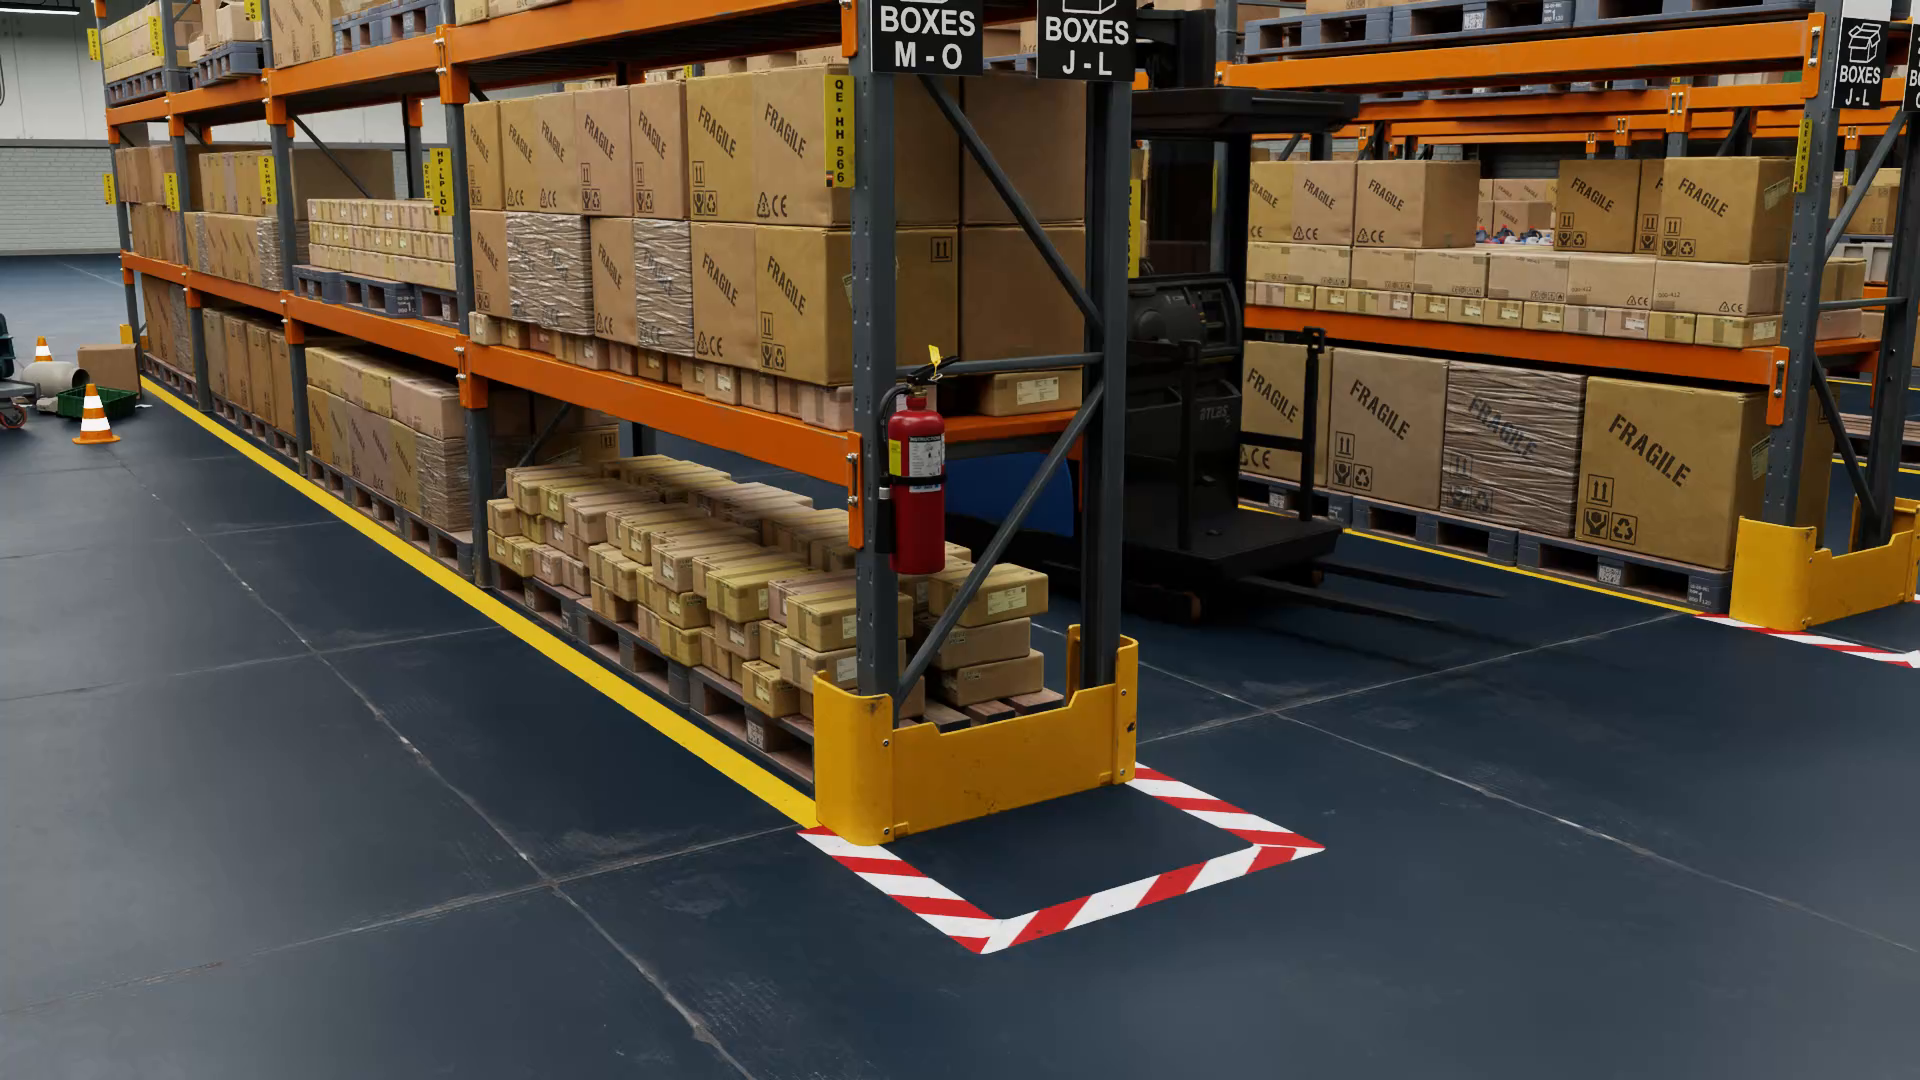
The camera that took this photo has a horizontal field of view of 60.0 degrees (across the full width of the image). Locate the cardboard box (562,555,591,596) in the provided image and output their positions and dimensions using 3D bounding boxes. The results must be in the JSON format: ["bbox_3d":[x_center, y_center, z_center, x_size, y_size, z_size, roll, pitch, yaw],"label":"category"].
[{"bbox_3d":[-1.657,0.144,7.874,0.380,0.149,0.250,-8,15,-34],"label":"cardboard box"}]

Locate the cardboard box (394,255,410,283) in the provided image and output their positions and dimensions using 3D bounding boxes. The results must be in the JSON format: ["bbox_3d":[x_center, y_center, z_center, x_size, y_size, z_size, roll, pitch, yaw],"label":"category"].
[{"bbox_3d":[-3.065,-1.585,9.694,0.380,0.149,0.250,-9,15,-35],"label":"cardboard box"}]

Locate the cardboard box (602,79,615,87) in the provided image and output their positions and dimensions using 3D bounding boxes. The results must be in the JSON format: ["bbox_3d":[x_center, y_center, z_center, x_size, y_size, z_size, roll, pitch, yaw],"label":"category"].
[{"bbox_3d":[-3.913,-5.250,19.243,0.380,0.149,0.250,-9,15,-35],"label":"cardboard box"}]

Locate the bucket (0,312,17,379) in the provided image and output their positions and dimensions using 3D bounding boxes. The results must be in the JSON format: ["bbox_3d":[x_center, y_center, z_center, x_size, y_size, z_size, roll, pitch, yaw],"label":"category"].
[{"bbox_3d":[-8.529,-1.589,14.210,0.726,0.611,0.620,-3,23,-13],"label":"bucket"}]

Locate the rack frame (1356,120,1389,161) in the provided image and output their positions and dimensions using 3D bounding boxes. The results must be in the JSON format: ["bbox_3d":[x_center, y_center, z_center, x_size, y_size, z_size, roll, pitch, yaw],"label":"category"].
[{"bbox_3d":[3.990,-3.138,17.190,1.000,3.000,0.127,-8,15,-33],"label":"rack frame"}]

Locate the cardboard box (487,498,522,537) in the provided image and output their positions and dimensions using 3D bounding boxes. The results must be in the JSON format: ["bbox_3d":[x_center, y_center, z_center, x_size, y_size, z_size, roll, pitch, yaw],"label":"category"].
[{"bbox_3d":[-2.167,-0.127,8.414,0.380,0.149,0.250,-7,14,-30],"label":"cardboard box"}]

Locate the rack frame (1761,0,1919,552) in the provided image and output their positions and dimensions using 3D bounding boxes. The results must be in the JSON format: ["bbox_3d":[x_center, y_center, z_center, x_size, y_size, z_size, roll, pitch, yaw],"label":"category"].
[{"bbox_3d":[4.299,-1.129,8.003,1.000,3.000,0.127,-8,15,-33],"label":"rack frame"}]

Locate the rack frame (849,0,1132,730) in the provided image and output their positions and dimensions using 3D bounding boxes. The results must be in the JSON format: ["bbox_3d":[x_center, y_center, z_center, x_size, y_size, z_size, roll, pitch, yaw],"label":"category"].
[{"bbox_3d":[0.114,-0.560,5.401,1.000,3.000,0.127,-8,15,-33],"label":"rack frame"}]

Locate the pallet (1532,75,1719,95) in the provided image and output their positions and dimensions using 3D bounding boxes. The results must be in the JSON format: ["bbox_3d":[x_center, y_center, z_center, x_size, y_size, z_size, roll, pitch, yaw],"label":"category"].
[{"bbox_3d":[5.691,-3.928,14.222,1.213,0.211,1.003,-8,15,-33],"label":"pallet"}]

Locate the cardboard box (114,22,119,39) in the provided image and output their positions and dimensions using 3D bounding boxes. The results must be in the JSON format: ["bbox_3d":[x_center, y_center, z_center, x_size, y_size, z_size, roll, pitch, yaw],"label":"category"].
[{"bbox_3d":[-8.268,-5.114,16.708,0.380,0.149,0.250,-8,15,-34],"label":"cardboard box"}]

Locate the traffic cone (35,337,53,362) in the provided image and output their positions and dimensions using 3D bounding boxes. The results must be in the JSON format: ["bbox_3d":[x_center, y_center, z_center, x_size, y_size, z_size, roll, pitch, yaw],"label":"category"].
[{"bbox_3d":[-9.638,-1.904,17.484,0.336,0.463,0.334,-8,15,-33],"label":"traffic cone"}]

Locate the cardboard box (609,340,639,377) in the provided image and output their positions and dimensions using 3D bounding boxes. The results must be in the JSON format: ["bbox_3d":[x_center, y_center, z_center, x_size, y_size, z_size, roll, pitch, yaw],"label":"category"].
[{"bbox_3d":[-1.260,-0.789,7.036,0.380,0.149,0.250,-7,14,-31],"label":"cardboard box"}]

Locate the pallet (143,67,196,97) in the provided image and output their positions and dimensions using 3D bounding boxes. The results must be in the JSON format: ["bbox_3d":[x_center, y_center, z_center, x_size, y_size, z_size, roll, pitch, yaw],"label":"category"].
[{"bbox_3d":[-6.979,-4.263,15.520,1.003,0.211,1.213,-8,15,-33],"label":"pallet"}]

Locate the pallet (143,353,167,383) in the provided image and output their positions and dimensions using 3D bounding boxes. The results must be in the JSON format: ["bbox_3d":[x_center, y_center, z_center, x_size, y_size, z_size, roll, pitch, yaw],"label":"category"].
[{"bbox_3d":[-8.242,-1.910,18.103,1.003,0.211,1.213,-8,15,-33],"label":"pallet"}]

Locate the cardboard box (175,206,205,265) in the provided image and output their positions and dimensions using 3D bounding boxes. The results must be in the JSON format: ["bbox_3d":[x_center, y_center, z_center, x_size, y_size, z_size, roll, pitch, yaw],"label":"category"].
[{"bbox_3d":[-6.749,-2.832,15.438,0.875,0.550,0.550,-8,15,-33],"label":"cardboard box"}]

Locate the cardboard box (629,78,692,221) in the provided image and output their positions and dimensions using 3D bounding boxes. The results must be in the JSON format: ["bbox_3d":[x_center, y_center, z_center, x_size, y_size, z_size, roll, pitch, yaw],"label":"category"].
[{"bbox_3d":[-0.923,-1.476,6.319,0.500,0.500,0.500,-7,14,-30],"label":"cardboard box"}]

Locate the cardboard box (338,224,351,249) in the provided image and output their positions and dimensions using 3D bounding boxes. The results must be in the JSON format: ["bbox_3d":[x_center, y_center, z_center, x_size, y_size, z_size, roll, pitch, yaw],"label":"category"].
[{"bbox_3d":[-3.775,-1.961,10.716,0.380,0.149,0.250,-8,15,-33],"label":"cardboard box"}]

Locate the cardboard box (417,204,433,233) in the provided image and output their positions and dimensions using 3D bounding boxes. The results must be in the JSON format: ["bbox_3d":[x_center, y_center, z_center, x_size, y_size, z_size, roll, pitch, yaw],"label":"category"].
[{"bbox_3d":[-2.778,-1.787,9.223,0.380,0.149,0.250,-9,15,-35],"label":"cardboard box"}]

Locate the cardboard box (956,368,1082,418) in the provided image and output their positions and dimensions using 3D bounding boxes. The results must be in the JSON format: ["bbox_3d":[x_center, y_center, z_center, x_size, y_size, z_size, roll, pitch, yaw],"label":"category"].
[{"bbox_3d":[0.208,-0.534,5.869,0.380,0.149,0.250,-8,15,-33],"label":"cardboard box"}]

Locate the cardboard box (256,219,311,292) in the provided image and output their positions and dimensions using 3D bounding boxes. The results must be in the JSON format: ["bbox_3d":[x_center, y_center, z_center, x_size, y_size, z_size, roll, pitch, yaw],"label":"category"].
[{"bbox_3d":[-4.791,-2.080,12.117,0.500,0.500,0.500,-8,15,-33],"label":"cardboard box"}]

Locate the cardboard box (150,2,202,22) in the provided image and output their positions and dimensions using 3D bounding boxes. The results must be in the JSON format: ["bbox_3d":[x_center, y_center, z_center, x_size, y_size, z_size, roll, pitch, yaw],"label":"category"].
[{"bbox_3d":[-7.002,-4.708,14.851,0.380,0.149,0.250,-8,15,-33],"label":"cardboard box"}]

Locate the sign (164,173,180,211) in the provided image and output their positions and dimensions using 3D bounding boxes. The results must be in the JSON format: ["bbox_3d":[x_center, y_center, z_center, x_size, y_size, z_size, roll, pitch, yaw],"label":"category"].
[{"bbox_3d":[-6.995,-3.090,14.758,0.100,0.325,0.005,-8,15,-33],"label":"sign"}]

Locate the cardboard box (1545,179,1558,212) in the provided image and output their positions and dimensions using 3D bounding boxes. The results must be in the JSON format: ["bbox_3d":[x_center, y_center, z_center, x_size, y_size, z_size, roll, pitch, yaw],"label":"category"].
[{"bbox_3d":[9.502,-5.372,25.957,0.500,0.500,0.500,-8,15,-33],"label":"cardboard box"}]

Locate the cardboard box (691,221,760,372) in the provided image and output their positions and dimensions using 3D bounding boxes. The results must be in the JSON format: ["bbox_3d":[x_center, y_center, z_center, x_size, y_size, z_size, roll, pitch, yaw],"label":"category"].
[{"bbox_3d":[-0.630,-0.896,6.006,0.500,0.500,0.500,-8,15,-34],"label":"cardboard box"}]

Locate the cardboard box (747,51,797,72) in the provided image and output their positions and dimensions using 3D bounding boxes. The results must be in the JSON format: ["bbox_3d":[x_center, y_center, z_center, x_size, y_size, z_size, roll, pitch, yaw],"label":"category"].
[{"bbox_3d":[-1.648,-4.721,16.185,0.797,0.503,0.637,-7,14,-30],"label":"cardboard box"}]

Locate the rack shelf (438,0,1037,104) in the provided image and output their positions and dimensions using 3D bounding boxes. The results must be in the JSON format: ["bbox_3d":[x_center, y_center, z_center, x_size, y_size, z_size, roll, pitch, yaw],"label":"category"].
[{"bbox_3d":[-0.994,-2.030,6.784,1.077,0.370,4.000,-8,15,-33],"label":"rack shelf"}]

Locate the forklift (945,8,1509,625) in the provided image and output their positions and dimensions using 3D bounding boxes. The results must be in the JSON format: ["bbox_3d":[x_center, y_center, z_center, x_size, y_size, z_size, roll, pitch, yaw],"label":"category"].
[{"bbox_3d":[1.249,-1.147,8.244,1.130,2.935,3.031,-11,17,-42],"label":"forklift"}]

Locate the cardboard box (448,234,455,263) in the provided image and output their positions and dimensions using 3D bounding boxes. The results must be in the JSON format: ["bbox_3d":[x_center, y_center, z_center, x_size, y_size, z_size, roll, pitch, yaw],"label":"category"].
[{"bbox_3d":[-2.487,-1.546,8.821,0.380,0.149,0.250,-8,14,-31],"label":"cardboard box"}]

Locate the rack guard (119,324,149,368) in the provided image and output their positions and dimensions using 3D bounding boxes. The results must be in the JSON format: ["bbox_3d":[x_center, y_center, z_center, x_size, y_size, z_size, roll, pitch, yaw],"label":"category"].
[{"bbox_3d":[-8.764,-2.189,18.700,1.175,0.500,0.348,-8,15,-33],"label":"rack guard"}]

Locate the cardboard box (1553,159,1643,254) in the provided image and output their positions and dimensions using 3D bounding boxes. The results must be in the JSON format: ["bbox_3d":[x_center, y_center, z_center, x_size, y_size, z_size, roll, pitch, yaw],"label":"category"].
[{"bbox_3d":[3.689,-1.865,9.269,0.500,0.500,0.500,-9,15,-34],"label":"cardboard box"}]

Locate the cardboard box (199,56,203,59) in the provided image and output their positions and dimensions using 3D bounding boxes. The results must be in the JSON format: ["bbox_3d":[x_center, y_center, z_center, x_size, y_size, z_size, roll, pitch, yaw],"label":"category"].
[{"bbox_3d":[-6.166,-4.077,13.833,0.250,0.149,0.380,-8,15,-33],"label":"cardboard box"}]

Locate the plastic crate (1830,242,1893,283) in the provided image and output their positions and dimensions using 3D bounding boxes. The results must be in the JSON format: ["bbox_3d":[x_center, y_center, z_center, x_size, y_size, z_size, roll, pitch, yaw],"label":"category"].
[{"bbox_3d":[6.899,-2.105,12.602,0.437,0.282,0.530,-8,15,-33],"label":"plastic crate"}]

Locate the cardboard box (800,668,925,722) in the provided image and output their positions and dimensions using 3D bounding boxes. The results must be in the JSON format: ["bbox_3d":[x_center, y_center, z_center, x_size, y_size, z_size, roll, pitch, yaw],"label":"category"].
[{"bbox_3d":[-0.351,0.559,5.976,0.380,0.149,0.250,-8,15,-32],"label":"cardboard box"}]

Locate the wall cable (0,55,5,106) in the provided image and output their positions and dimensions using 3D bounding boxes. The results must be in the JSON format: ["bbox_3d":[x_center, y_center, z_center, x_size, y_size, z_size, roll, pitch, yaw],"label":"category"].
[{"bbox_3d":[-26.551,-13.712,43.539,2.305,6.003,0.169,-8,15,-33],"label":"wall cable"}]

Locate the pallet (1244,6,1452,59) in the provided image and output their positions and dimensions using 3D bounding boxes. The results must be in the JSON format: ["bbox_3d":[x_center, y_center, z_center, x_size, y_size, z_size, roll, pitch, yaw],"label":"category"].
[{"bbox_3d":[2.528,-3.116,10.275,1.003,0.211,1.213,-8,15,-33],"label":"pallet"}]

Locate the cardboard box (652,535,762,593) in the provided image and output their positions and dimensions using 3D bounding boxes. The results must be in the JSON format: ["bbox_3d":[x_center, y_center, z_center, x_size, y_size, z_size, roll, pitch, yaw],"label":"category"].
[{"bbox_3d":[-1.017,0.096,6.701,0.380,0.149,0.250,-7,14,-31],"label":"cardboard box"}]

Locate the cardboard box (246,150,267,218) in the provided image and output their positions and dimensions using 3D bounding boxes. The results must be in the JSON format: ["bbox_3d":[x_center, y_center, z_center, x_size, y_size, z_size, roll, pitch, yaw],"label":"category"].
[{"bbox_3d":[-5.126,-2.782,12.987,0.700,0.500,0.500,-8,15,-34],"label":"cardboard box"}]

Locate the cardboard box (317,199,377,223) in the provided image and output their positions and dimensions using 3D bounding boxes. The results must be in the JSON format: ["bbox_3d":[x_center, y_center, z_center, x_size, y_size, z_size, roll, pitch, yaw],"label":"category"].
[{"bbox_3d":[-4.072,-2.203,11.128,0.380,0.149,0.250,-9,15,-34],"label":"cardboard box"}]

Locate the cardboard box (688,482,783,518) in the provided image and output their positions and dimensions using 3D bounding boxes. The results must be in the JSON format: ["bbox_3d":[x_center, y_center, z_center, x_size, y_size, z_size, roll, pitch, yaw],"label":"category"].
[{"bbox_3d":[-1.064,-0.165,7.893,0.380,0.149,0.250,-9,15,-35],"label":"cardboard box"}]

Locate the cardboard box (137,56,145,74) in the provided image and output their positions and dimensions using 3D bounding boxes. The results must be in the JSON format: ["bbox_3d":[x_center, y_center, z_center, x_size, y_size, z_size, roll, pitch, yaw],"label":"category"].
[{"bbox_3d":[-7.565,-4.498,15.760,0.380,0.149,0.250,-8,15,-32],"label":"cardboard box"}]

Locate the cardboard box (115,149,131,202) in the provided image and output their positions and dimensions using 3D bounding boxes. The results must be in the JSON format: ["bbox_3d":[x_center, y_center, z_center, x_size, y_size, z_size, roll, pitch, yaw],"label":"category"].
[{"bbox_3d":[-8.577,-3.936,17.959,0.875,0.550,0.550,-8,15,-33],"label":"cardboard box"}]

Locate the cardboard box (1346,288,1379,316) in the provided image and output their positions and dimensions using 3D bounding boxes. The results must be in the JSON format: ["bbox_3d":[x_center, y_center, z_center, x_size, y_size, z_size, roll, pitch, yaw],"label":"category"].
[{"bbox_3d":[2.551,-1.440,10.014,0.380,0.149,0.250,-8,15,-34],"label":"cardboard box"}]

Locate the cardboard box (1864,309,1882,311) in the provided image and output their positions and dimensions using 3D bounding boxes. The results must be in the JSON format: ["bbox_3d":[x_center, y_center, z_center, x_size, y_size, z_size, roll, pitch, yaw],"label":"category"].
[{"bbox_3d":[9.962,-2.215,17.788,0.500,0.500,0.500,-8,15,-32],"label":"cardboard box"}]

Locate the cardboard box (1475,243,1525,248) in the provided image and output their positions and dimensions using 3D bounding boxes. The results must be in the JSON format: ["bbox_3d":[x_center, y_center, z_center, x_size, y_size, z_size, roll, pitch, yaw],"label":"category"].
[{"bbox_3d":[3.118,-1.683,10.189,0.500,0.250,0.500,-8,15,-32],"label":"cardboard box"}]

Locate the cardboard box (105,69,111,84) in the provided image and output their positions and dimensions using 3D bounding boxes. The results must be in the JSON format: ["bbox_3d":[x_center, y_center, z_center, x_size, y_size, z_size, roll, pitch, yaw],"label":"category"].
[{"bbox_3d":[-8.827,-4.903,17.612,0.380,0.149,0.250,-8,15,-32],"label":"cardboard box"}]

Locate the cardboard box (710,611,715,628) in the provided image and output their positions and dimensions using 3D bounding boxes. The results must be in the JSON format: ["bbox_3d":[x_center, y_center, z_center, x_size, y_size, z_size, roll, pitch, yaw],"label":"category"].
[{"bbox_3d":[-0.768,0.270,6.600,0.380,0.149,0.250,-8,15,-33],"label":"cardboard box"}]

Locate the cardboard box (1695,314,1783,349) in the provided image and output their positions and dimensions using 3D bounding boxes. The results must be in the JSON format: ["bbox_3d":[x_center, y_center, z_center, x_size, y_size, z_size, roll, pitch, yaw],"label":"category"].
[{"bbox_3d":[3.828,-1.031,8.142,0.380,0.149,0.250,-8,15,-32],"label":"cardboard box"}]

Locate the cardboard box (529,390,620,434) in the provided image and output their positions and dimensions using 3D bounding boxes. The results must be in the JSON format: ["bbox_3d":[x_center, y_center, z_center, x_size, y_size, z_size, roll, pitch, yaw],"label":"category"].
[{"bbox_3d":[-2.291,-0.784,9.540,0.500,0.250,0.500,-9,15,-35],"label":"cardboard box"}]

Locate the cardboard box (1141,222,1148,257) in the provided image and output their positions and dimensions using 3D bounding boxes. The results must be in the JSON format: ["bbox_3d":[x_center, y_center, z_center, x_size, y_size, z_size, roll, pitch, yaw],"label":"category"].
[{"bbox_3d":[1.597,-1.940,11.478,0.500,0.500,0.500,-8,15,-33],"label":"cardboard box"}]

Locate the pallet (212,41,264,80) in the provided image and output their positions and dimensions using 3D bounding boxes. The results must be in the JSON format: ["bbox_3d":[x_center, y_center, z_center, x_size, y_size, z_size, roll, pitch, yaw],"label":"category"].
[{"bbox_3d":[-4.719,-3.464,12.102,1.213,0.211,1.003,-7,14,-30],"label":"pallet"}]

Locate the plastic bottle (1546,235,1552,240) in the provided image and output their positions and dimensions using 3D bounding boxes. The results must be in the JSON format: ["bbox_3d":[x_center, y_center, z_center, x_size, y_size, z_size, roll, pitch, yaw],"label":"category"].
[{"bbox_3d":[5.530,-2.738,15.664,0.097,0.271,0.097,0,12,0],"label":"plastic bottle"}]

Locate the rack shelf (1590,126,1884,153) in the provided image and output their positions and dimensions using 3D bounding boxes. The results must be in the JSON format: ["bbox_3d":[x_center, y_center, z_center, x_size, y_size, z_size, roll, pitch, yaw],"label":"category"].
[{"bbox_3d":[11.130,-5.780,23.936,1.077,0.370,4.000,-8,15,-33],"label":"rack shelf"}]

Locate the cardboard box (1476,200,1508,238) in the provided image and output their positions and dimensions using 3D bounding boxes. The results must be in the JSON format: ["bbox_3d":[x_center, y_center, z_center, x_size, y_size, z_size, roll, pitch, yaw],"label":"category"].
[{"bbox_3d":[6.881,-4.163,21.642,0.500,0.500,0.500,-8,15,-33],"label":"cardboard box"}]
